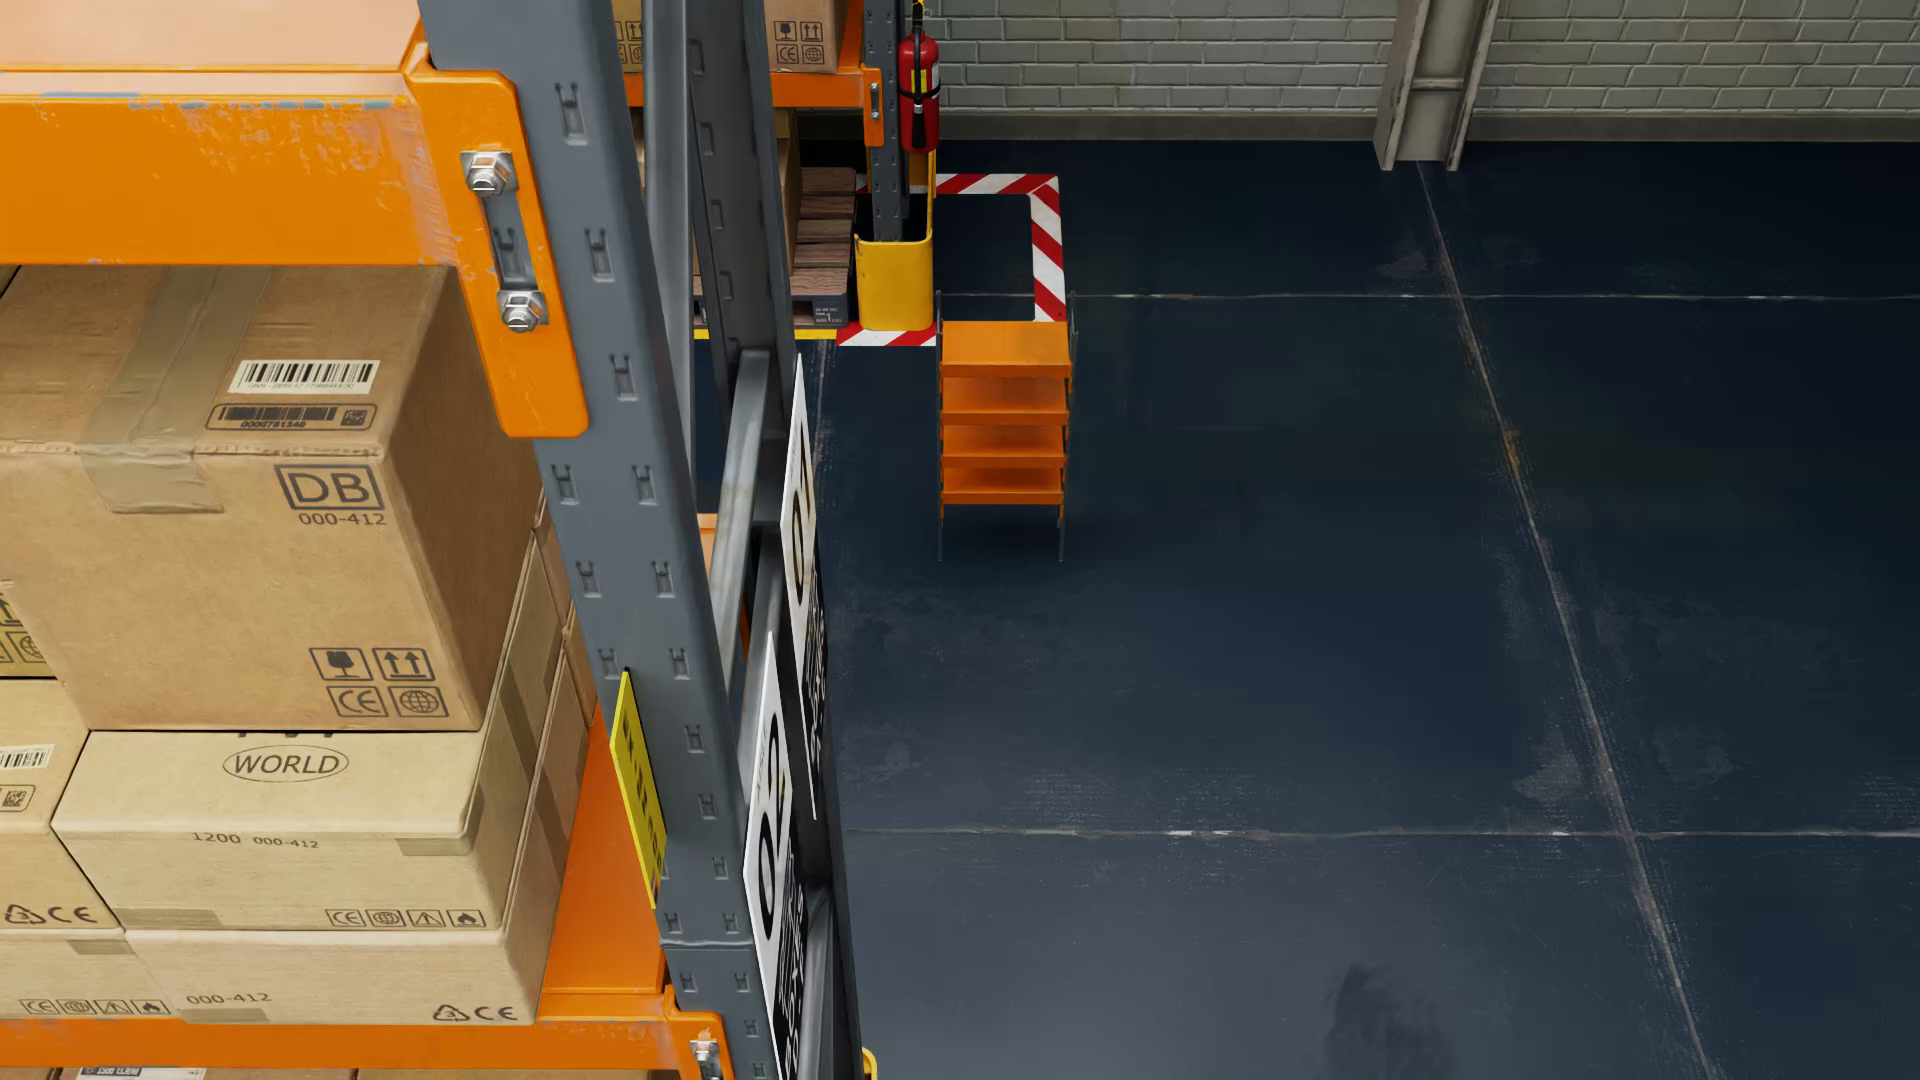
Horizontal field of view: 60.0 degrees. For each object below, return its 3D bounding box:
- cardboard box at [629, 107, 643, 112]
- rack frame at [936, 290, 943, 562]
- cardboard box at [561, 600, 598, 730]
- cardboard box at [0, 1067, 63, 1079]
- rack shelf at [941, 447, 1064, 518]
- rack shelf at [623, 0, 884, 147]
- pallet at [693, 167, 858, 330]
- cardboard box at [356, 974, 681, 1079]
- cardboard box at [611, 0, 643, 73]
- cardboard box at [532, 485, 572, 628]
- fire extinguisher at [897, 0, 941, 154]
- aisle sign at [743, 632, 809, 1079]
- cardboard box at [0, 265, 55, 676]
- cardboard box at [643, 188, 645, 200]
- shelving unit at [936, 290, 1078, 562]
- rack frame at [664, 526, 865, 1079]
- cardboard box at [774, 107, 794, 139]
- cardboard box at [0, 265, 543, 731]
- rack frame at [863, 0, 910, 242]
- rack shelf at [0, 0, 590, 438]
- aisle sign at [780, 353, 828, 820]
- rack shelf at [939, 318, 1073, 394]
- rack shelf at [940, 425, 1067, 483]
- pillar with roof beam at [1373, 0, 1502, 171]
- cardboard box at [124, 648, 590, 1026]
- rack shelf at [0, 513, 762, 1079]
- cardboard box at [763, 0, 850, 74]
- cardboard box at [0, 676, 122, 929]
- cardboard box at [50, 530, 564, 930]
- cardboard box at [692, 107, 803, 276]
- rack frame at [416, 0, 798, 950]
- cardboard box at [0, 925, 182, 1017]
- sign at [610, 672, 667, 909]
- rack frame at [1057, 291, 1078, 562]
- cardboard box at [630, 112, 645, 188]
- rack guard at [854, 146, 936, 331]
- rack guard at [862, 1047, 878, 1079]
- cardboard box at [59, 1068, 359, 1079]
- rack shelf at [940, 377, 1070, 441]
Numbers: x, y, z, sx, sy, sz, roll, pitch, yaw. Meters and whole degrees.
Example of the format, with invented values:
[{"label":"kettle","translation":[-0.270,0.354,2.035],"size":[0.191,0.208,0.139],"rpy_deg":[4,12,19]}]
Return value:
[{"label":"cardboard box","translation":[-1.402,-2.011,7.631],"size":[0.250,0.149,0.380],"rpy_deg":[0,47,0]},{"label":"rack frame","translation":[-0.078,-0.409,6.392],"size":[0.015,1.200,0.240],"rpy_deg":[0,47,0]},{"label":"cardboard box","translation":[-0.848,0.045,2.793],"size":[0.500,0.250,0.500],"rpy_deg":[0,47,0]},{"label":"cardboard box","translation":[-1.805,1.030,3.071],"size":[0.500,0.500,0.500],"rpy_deg":[1,47,1]},{"label":"rack shelf","translation":[0.166,-0.227,6.586],"size":[0.480,0.148,0.258],"rpy_deg":[0,47,0]},{"label":"rack shelf","translation":[-2.321,-2.183,7.305],"size":[4.000,0.370,1.077],"rpy_deg":[0,47,0]},{"label":"pallet","translation":[-1.121,-1.417,8.006],"size":[1.213,0.211,1.003],"rpy_deg":[0,47,0]},{"label":"cardboard box","translation":[-0.782,1.029,3.073],"size":[0.500,0.500,0.500],"rpy_deg":[0,47,0]},{"label":"cardboard box","translation":[-1.558,-2.513,6.915],"size":[0.700,0.700,0.980],"rpy_deg":[0,47,0]},{"label":"cardboard box","translation":[-0.848,-0.130,2.614],"size":[0.500,0.250,0.500],"rpy_deg":[0,47,0]},{"label":"fire extinguisher","translation":[-0.172,-1.931,6.887],"size":[0.183,0.674,0.296],"rpy_deg":[0,47,0]},{"label":"aisle sign","translation":[-0.268,0.542,2.501],"size":[0.004,0.787,0.394],"rpy_deg":[0,47,0]},{"label":"cardboard box","translation":[-1.349,-0.246,2.210],"size":[0.500,0.500,0.700],"rpy_deg":[0,47,0]},{"label":"cardboard box","translation":[-1.522,-1.644,7.733],"size":[0.500,0.500,0.700],"rpy_deg":[0,47,0]},{"label":"shelving unit","translation":[0.166,-0.408,6.391],"size":[0.503,1.200,0.258],"rpy_deg":[0,47,0]},{"label":"rack frame","translation":[-0.336,1.203,3.661],"size":[0.127,3.000,1.000],"rpy_deg":[0,47,0]},{"label":"cardboard box","translation":[-0.895,-2.010,7.630],"size":[0.250,0.149,0.380],"rpy_deg":[0,47,0]},{"label":"cardboard box","translation":[-0.849,-0.183,2.151],"size":[0.500,0.500,0.700],"rpy_deg":[0,47,0]},{"label":"rack frame","translation":[-0.321,-2.423,7.037],"size":[0.127,3.000,1.000],"rpy_deg":[0,47,0]},{"label":"rack shelf","translation":[-2.336,-0.600,1.735],"size":[4.000,0.370,1.077],"rpy_deg":[0,47,0]},{"label":"aisle sign","translation":[-0.266,0.103,2.910],"size":[0.004,0.787,0.394],"rpy_deg":[0,47,0]},{"label":"rack shelf","translation":[0.166,-0.676,6.104],"size":[0.480,0.148,0.258],"rpy_deg":[0,47,0]},{"label":"rack shelf","translation":[0.166,-0.363,6.440],"size":[0.480,0.148,0.258],"rpy_deg":[0,47,0]},{"label":"pillar with roof beam","translation":[2.366,-1.941,2.490],"size":[0.400,9.000,9.100],"rpy_deg":[0,47,0]},{"label":"cardboard box","translation":[-0.850,0.424,2.440],"size":[0.500,0.250,0.500],"rpy_deg":[0,47,0]},{"label":"rack shelf","translation":[-2.336,0.421,2.832],"size":[4.000,0.370,1.077],"rpy_deg":[0,47,0]},{"label":"cardboard box","translation":[-0.831,-2.519,6.921],"size":[0.700,0.700,0.980],"rpy_deg":[2,47,2]},{"label":"cardboard box","translation":[-1.350,0.246,2.264],"size":[0.500,0.250,0.500],"rpy_deg":[0,47,0]},{"label":"cardboard box","translation":[-0.850,0.247,2.263],"size":[0.500,0.250,0.500],"rpy_deg":[0,47,0]},{"label":"cardboard box","translation":[-1.021,-1.643,7.731],"size":[0.500,0.500,0.700],"rpy_deg":[0,47,0]},{"label":"rack frame","translation":[-0.336,-0.841,1.466],"size":[0.127,3.000,1.000],"rpy_deg":[0,47,0]},{"label":"cardboard box","translation":[-1.350,0.415,2.449],"size":[0.500,0.250,0.500],"rpy_deg":[0,47,0]},{"label":"sign","translation":[-0.358,0.286,1.861],"size":[0.005,0.325,0.100],"rpy_deg":[0,47,0]},{"label":"rack frame","translation":[0.410,-0.408,6.391],"size":[0.015,1.200,0.240],"rpy_deg":[0,47,0]},{"label":"cardboard box","translation":[-1.406,-1.731,7.370],"size":[0.250,0.149,0.380],"rpy_deg":[1,47,1]},{"label":"rack guard","translation":[-0.297,-1.571,7.951],"size":[0.348,0.500,1.175],"rpy_deg":[0,47,0]},{"label":"rack guard","translation":[-0.412,2.055,4.577],"size":[0.348,0.500,1.175],"rpy_deg":[0,47,0]},{"label":"cardboard box","translation":[-1.287,1.028,3.073],"size":[0.500,0.500,0.500],"rpy_deg":[1,47,1]},{"label":"rack shelf","translation":[0.166,-0.515,6.277],"size":[0.480,0.148,0.258],"rpy_deg":[0,47,0]}]
